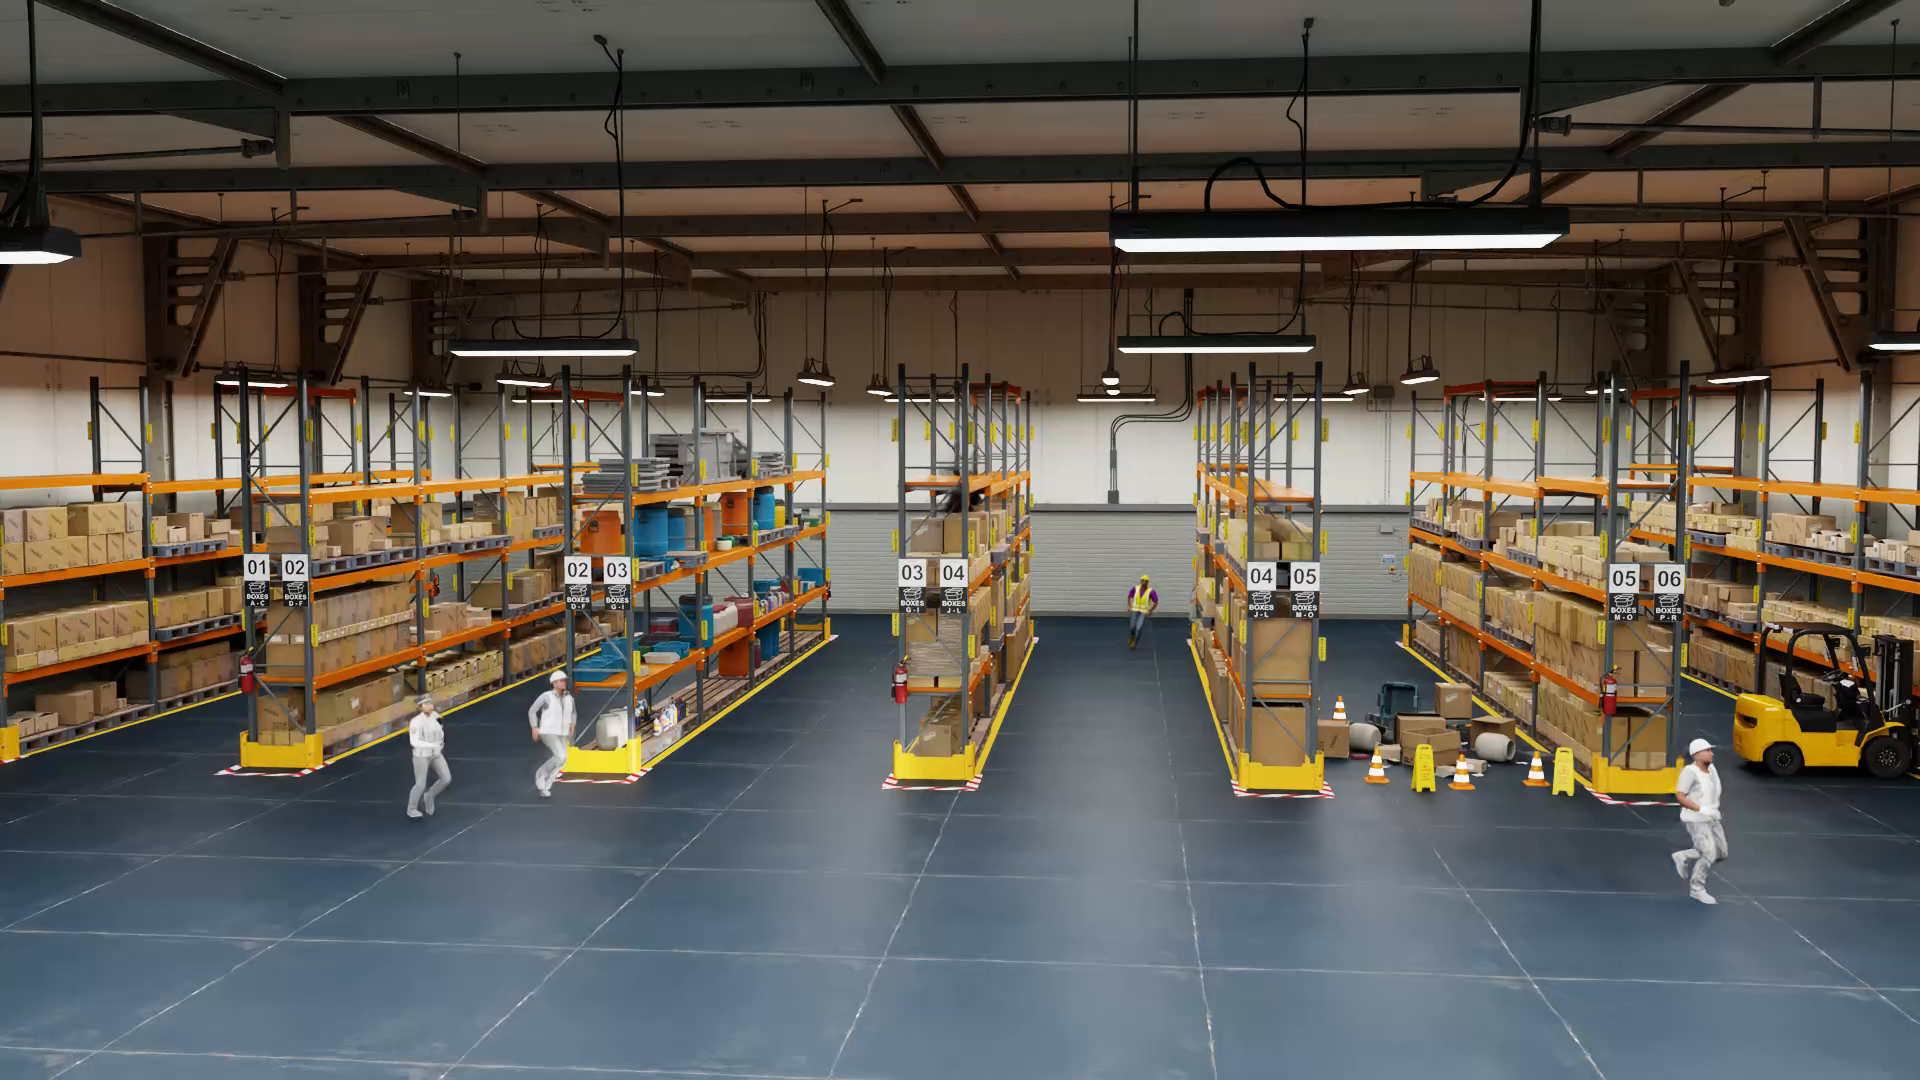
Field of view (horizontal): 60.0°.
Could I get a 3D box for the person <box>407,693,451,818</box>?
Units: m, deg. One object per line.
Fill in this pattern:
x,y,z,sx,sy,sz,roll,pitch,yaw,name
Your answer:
-6.841,2.777,21.469,0.759,1.646,0.628,3,5,39,person

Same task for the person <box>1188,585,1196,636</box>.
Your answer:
5.834,1.554,40.773,0.669,1.707,0.761,2,4,23,person

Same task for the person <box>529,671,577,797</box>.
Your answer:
-5.546,2.673,22.993,0.571,1.702,0.676,3,5,41,person

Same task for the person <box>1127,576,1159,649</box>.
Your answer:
4.249,1.672,38.722,0.750,1.700,0.566,1,4,14,person

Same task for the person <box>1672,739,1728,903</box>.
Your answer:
7.928,2.998,17.854,0.718,1.736,0.627,-3,5,-40,person
